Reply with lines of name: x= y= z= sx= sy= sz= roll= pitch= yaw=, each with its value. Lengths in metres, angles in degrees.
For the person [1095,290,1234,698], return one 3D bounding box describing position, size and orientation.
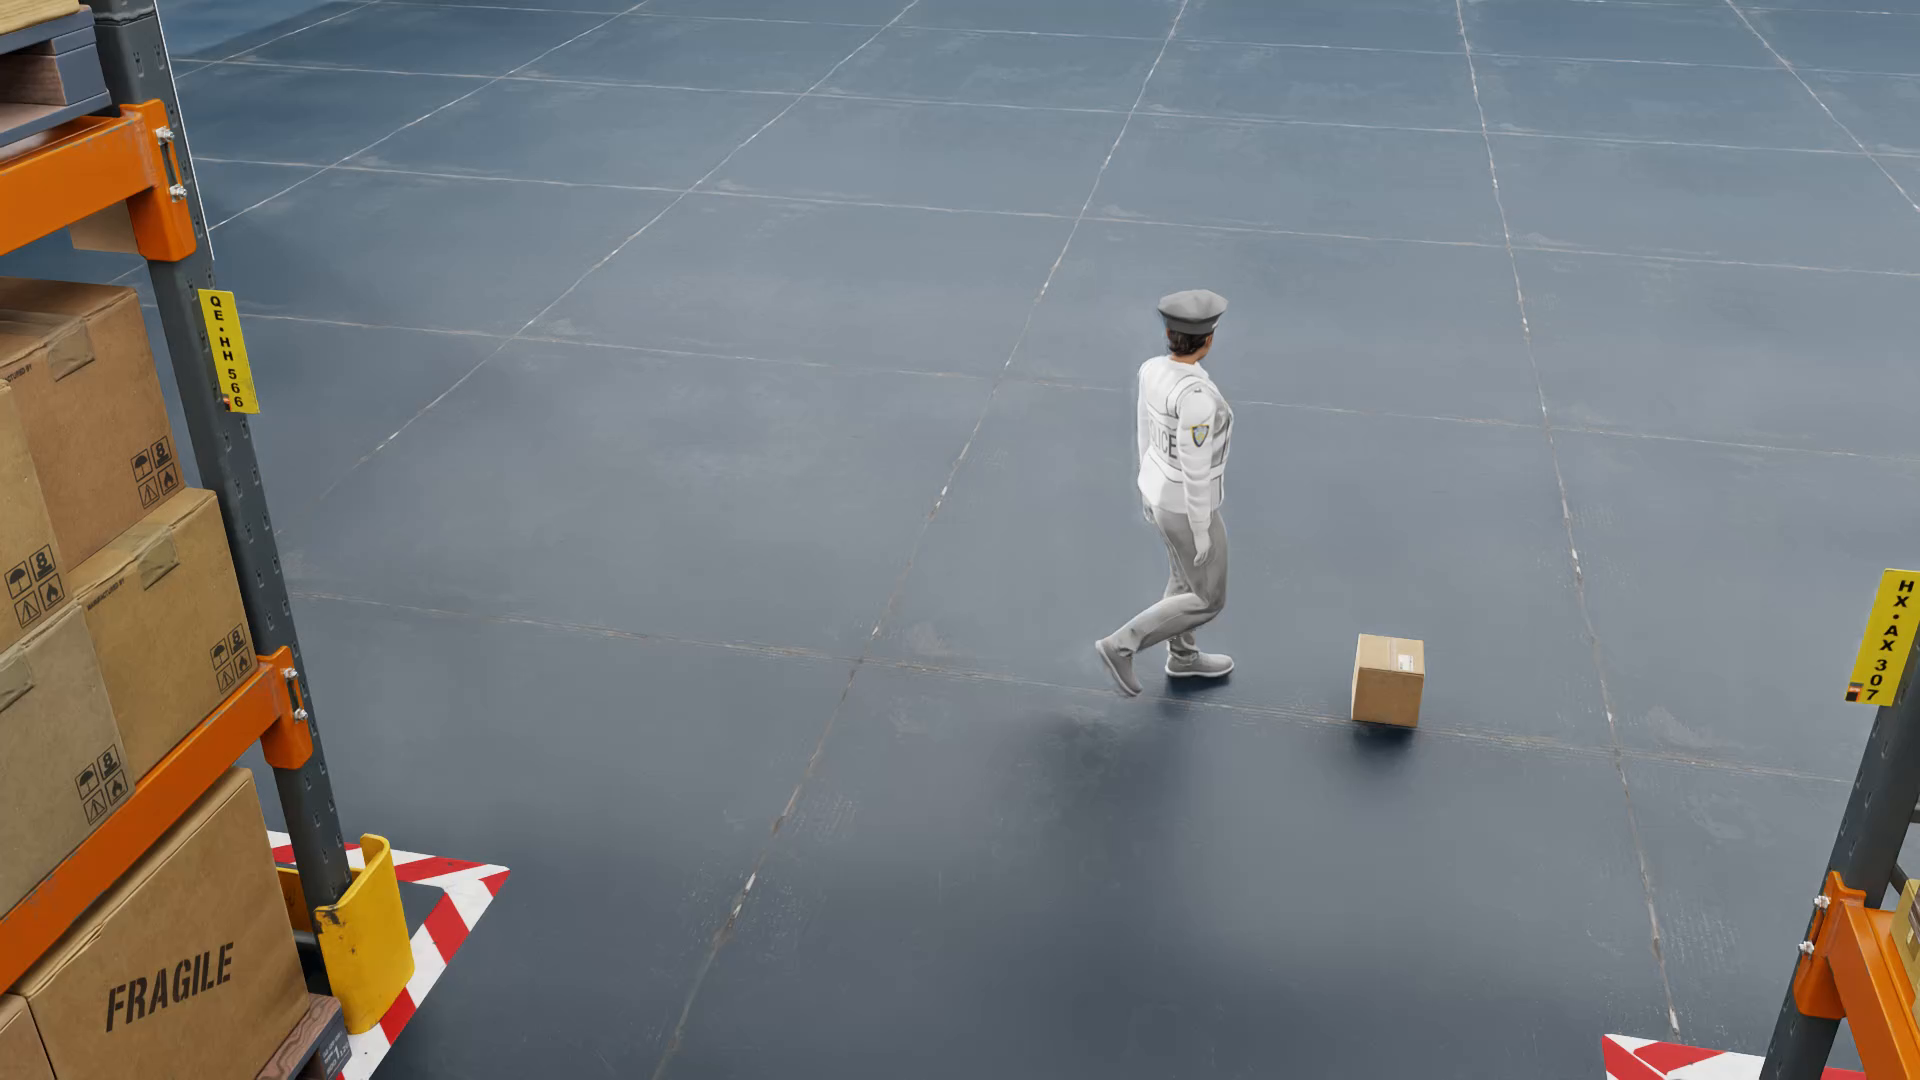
person: x=0.823 y=-0.133 z=6.338 sx=0.646 sy=1.659 sz=0.501 roll=-7 pitch=30 yaw=-13
